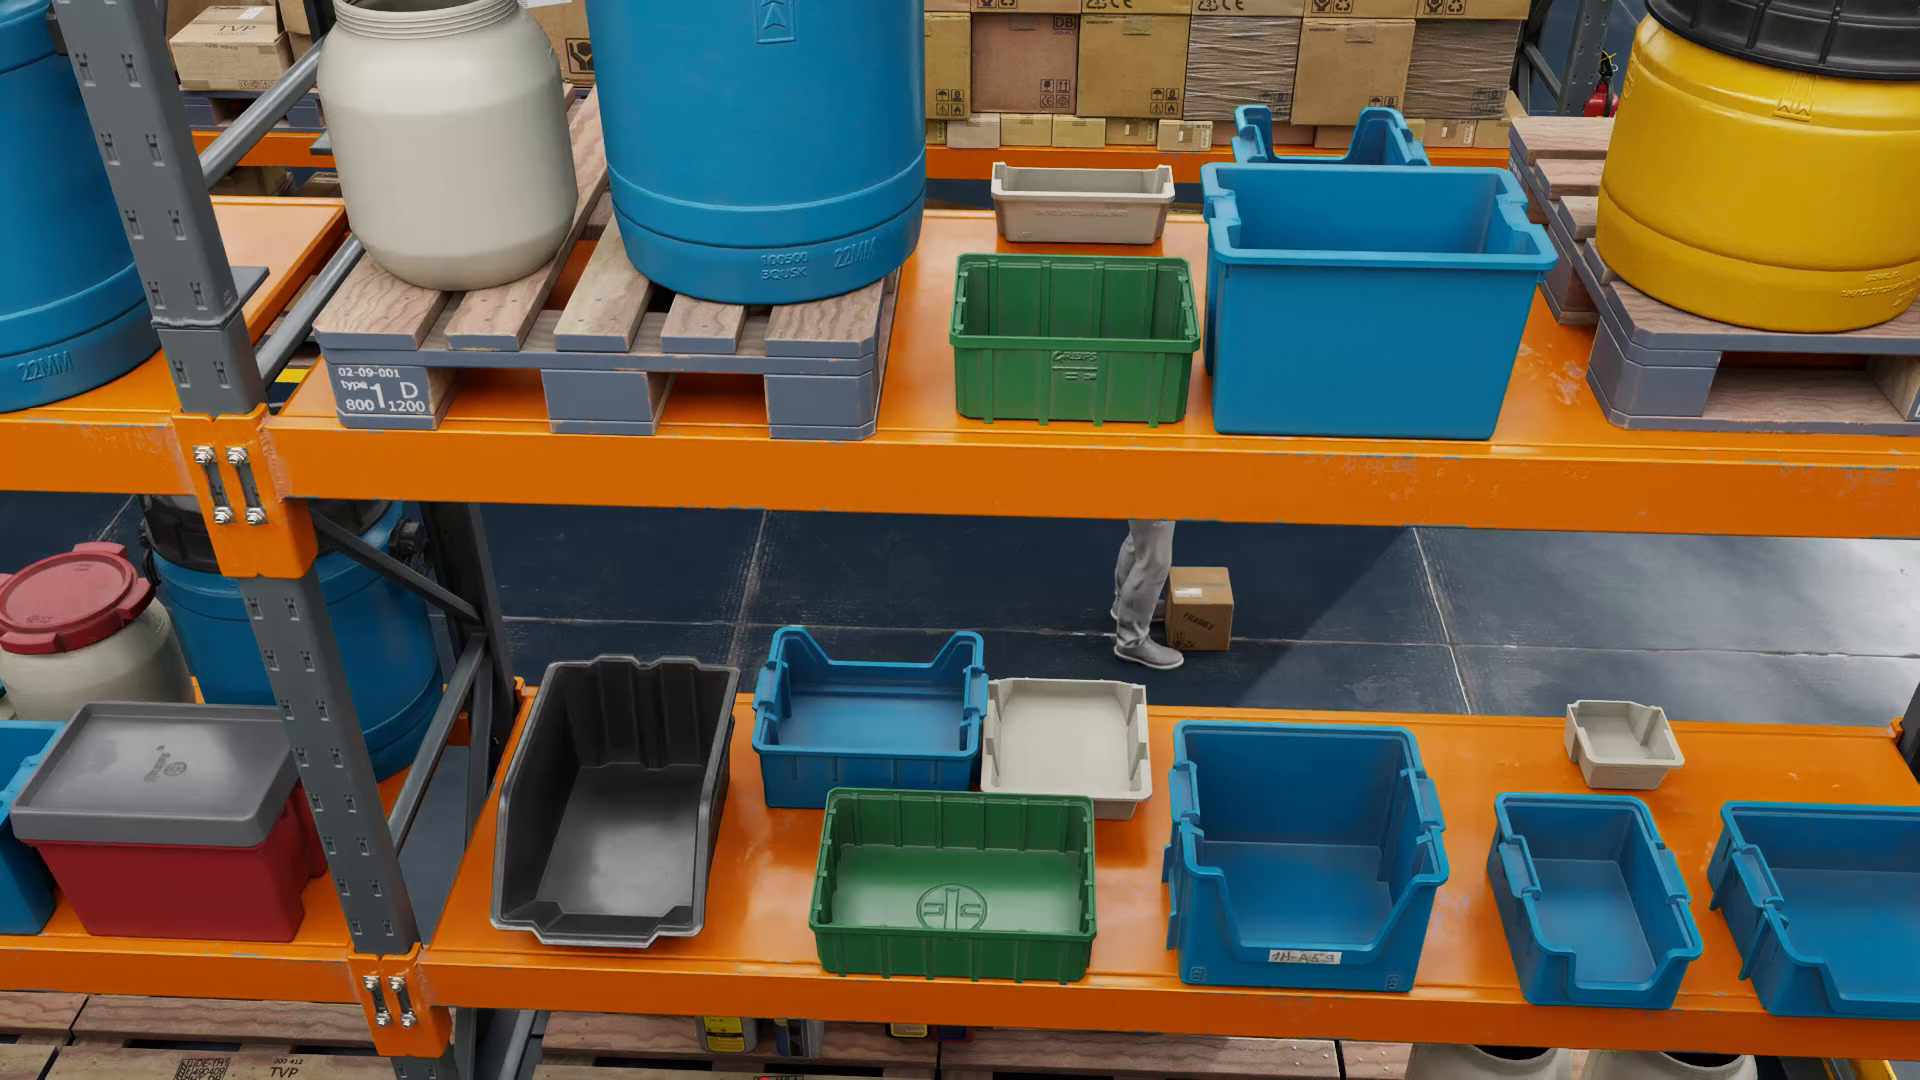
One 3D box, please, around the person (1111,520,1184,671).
[{"bbox_3d":[0.752,-0.287,6.542,0.375,1.662,0.529,0,36,0],"label":"person"}]
